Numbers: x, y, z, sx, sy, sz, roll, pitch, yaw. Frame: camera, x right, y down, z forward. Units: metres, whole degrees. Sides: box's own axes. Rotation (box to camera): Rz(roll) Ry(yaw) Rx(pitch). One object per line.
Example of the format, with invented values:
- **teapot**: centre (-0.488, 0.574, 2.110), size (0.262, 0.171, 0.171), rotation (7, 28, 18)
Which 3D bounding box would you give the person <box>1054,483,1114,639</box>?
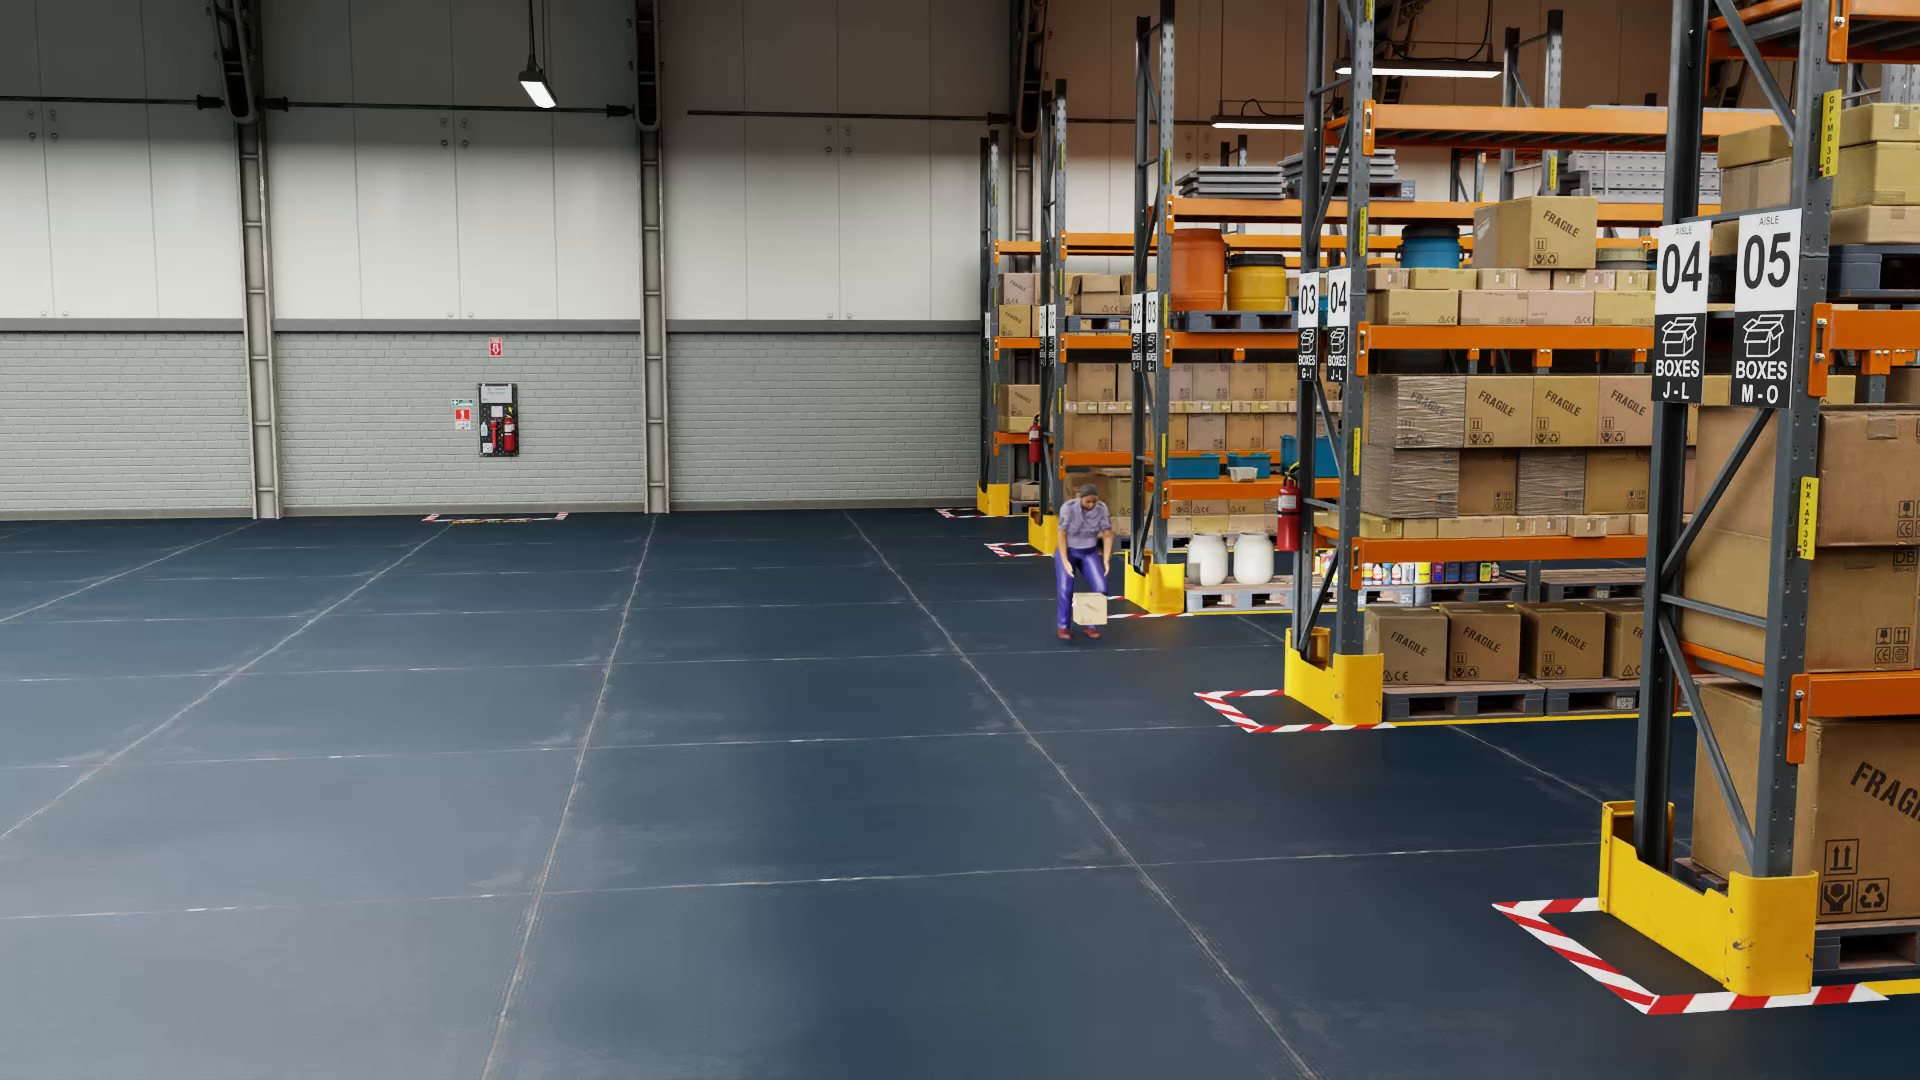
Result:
- **person**: centre (1.137, 0.183, 15.310), size (0.530, 1.434, 0.593), rotation (-1, 7, -8)
